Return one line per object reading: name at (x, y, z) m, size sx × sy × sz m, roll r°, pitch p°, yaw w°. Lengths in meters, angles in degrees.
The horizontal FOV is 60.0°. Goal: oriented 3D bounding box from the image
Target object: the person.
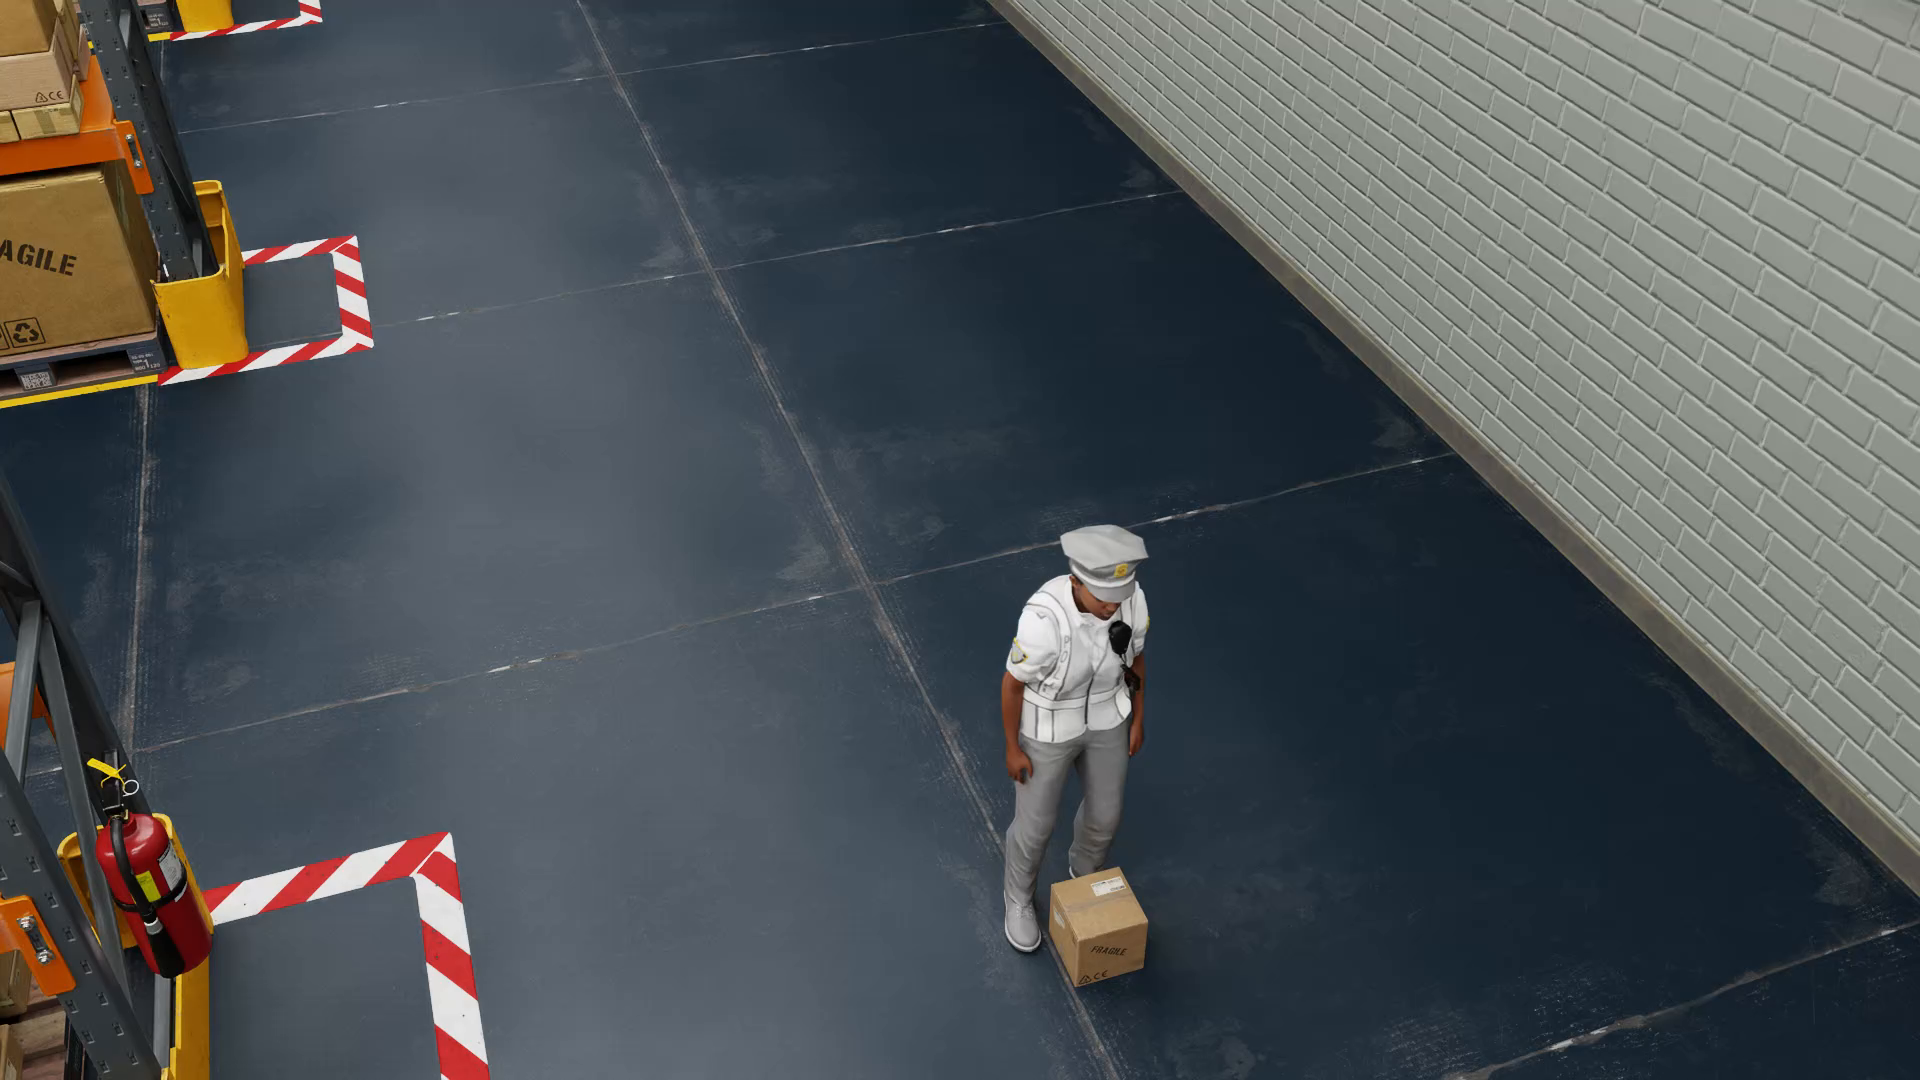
person at (0.367, 0.620, 5.359) m, size 0.503 × 1.656 × 0.397 m, roll -13°, pitch 40°, yaw -16°
